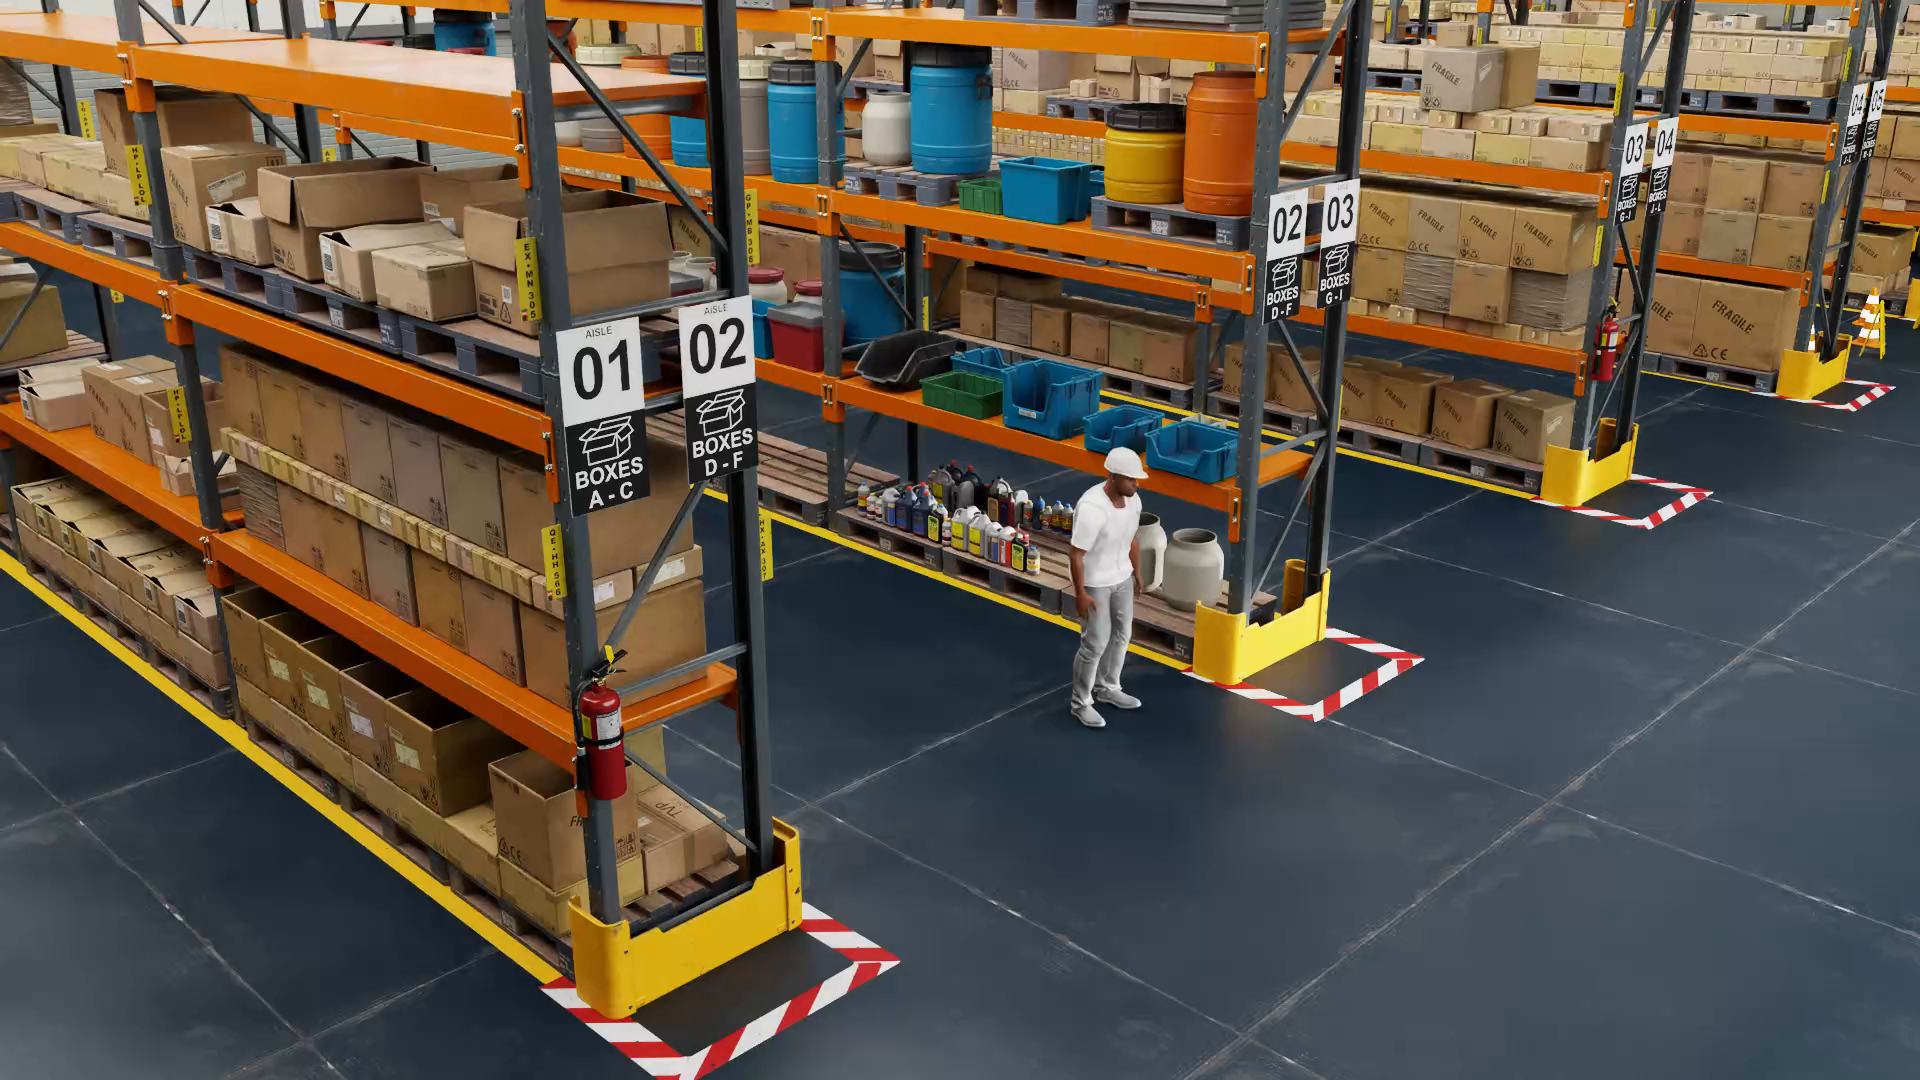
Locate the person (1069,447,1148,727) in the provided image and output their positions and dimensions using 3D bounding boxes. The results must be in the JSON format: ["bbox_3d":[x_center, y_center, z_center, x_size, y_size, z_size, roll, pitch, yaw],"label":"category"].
[{"bbox_3d":[0.928,0.263,10.347,0.463,1.760,0.632,18,27,40],"label":"person"}]
